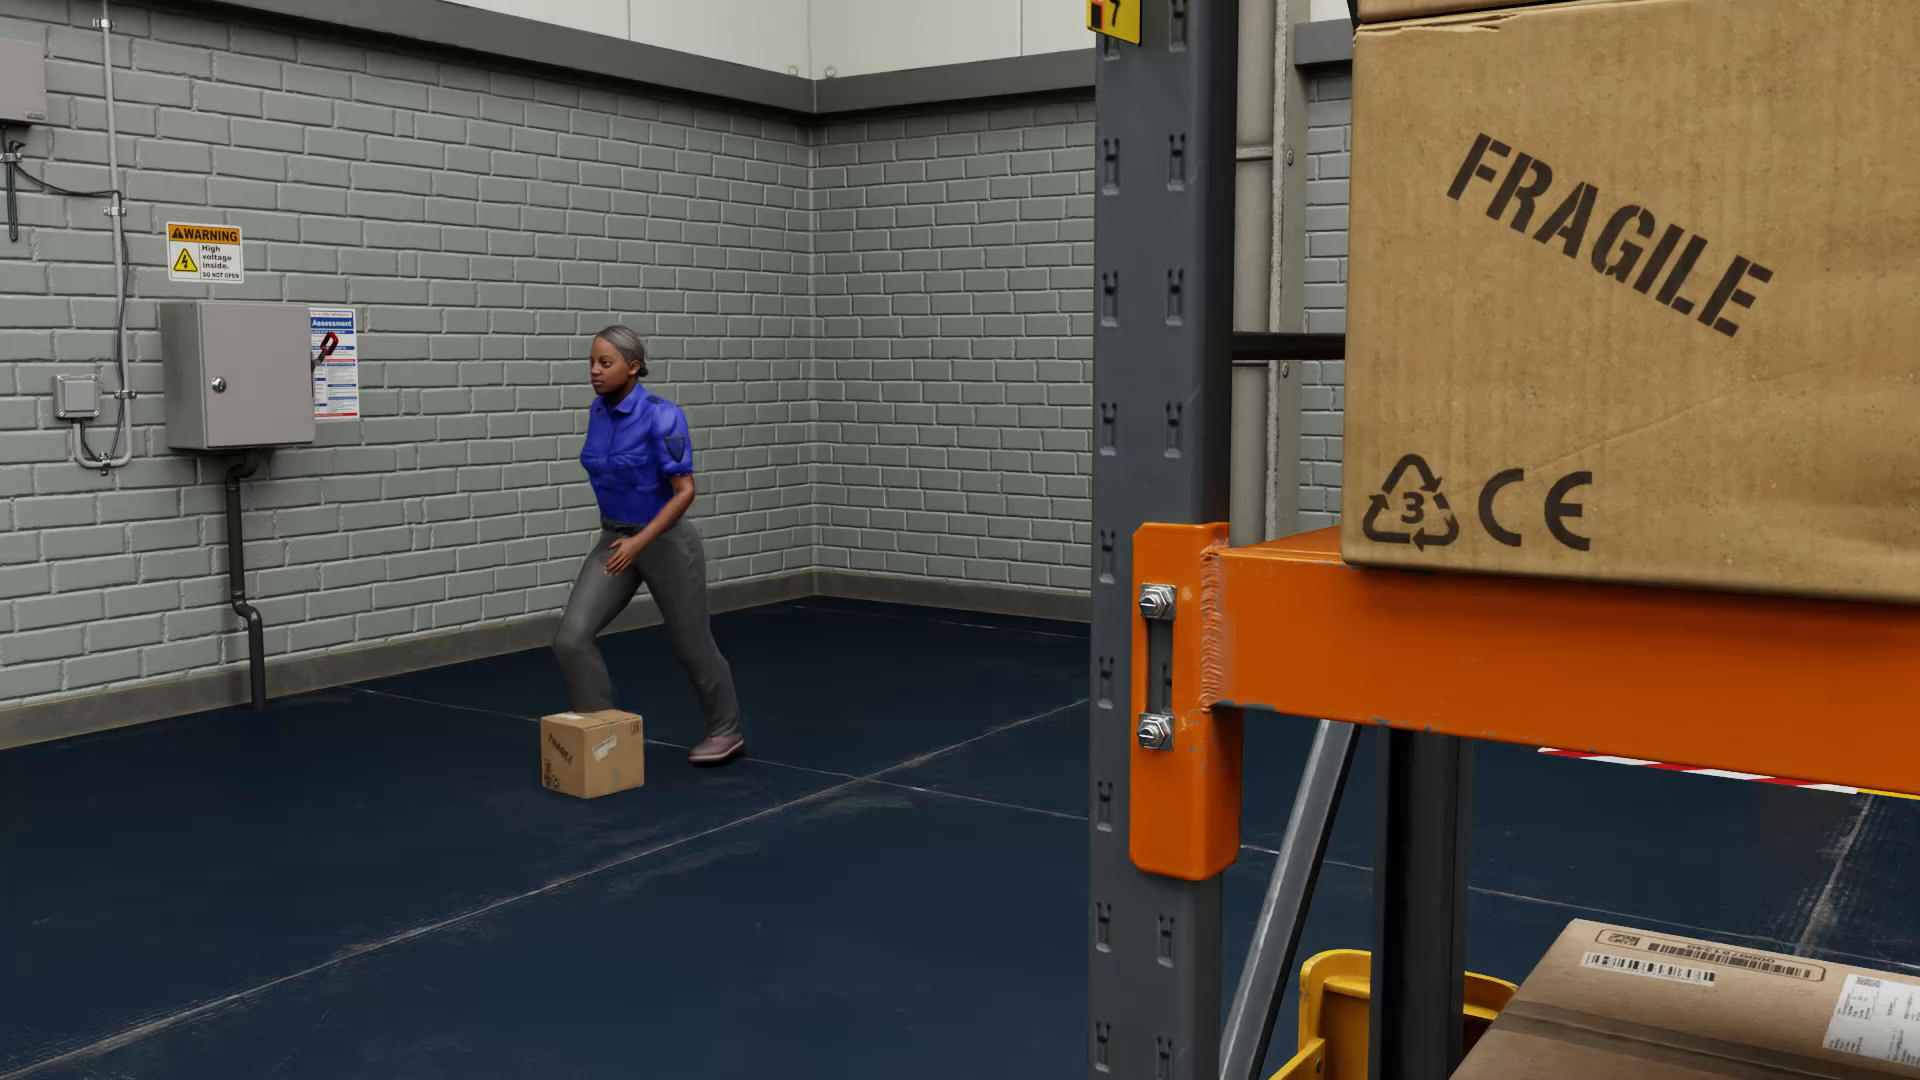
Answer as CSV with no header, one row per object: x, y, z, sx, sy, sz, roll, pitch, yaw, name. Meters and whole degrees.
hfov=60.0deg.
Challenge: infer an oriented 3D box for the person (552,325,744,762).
-1.125,0.052,5.898,0.590,1.612,0.791,3,7,28,person
